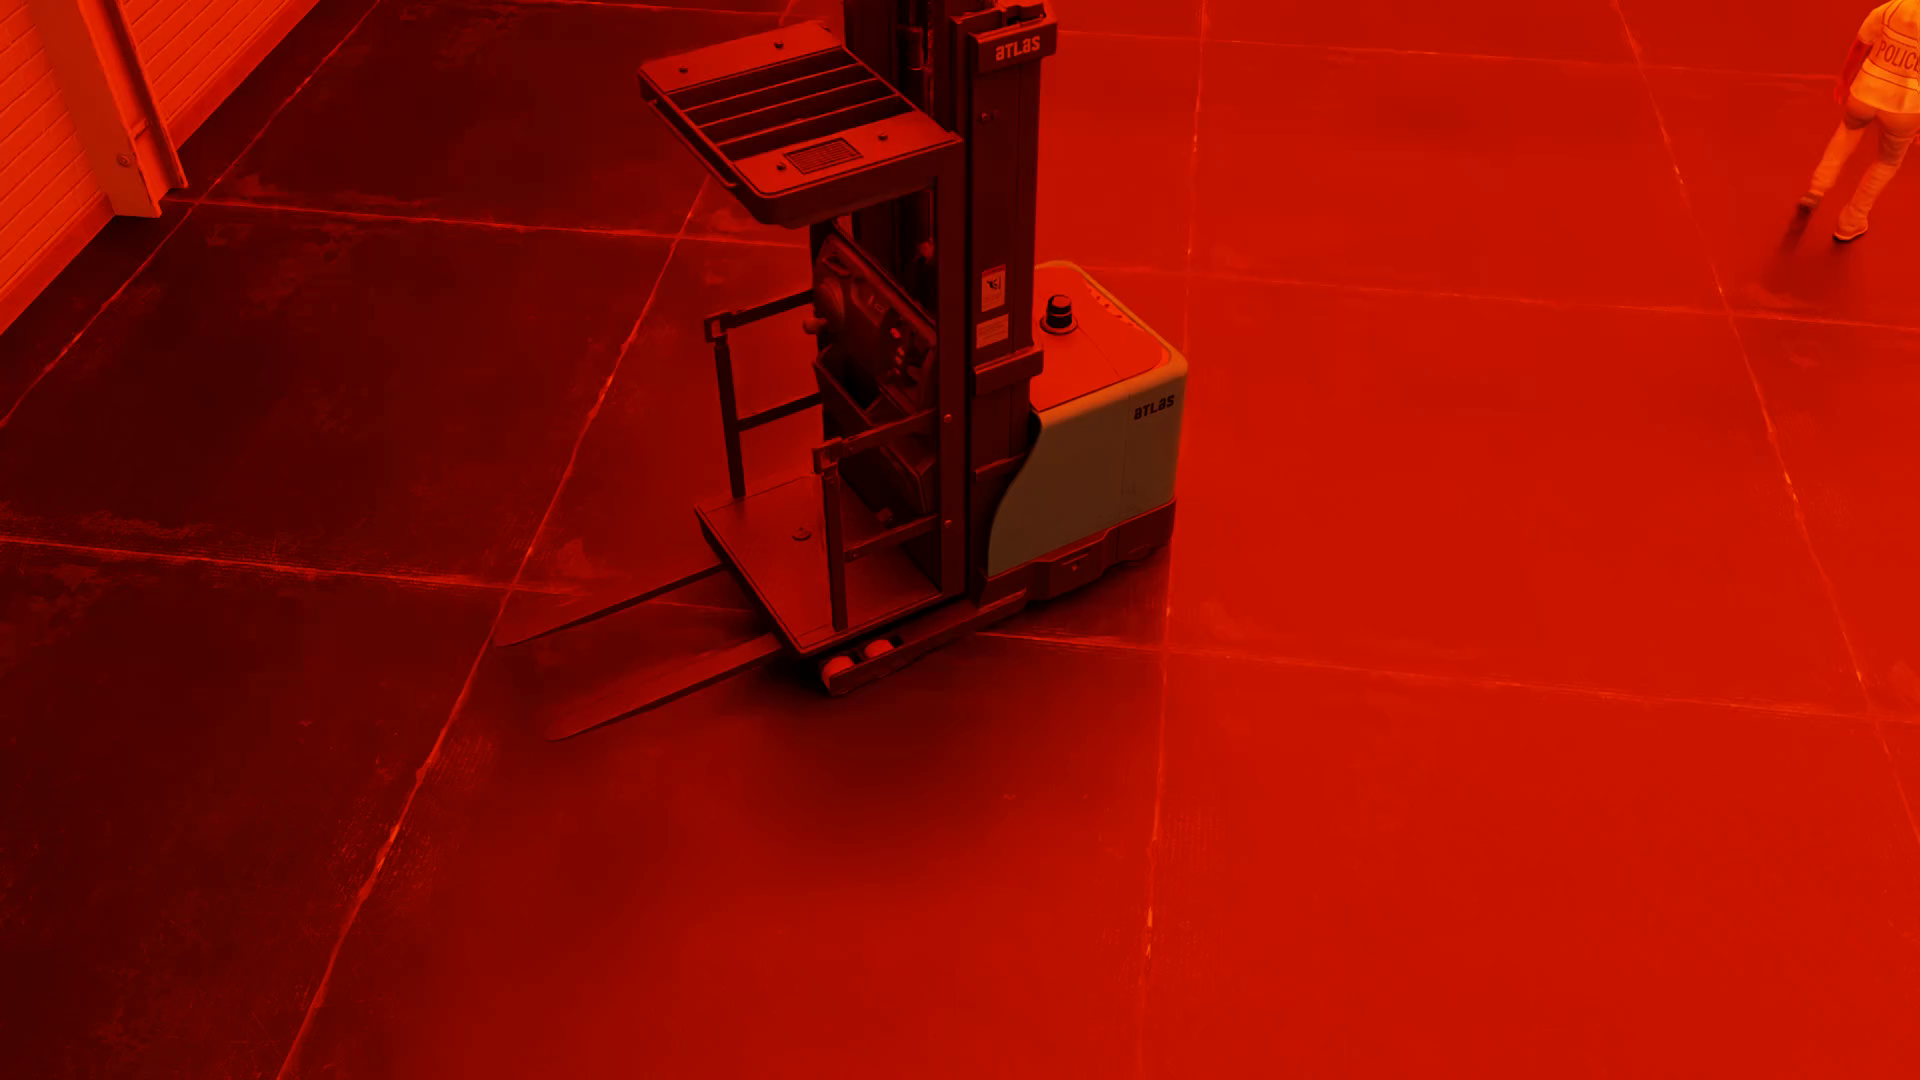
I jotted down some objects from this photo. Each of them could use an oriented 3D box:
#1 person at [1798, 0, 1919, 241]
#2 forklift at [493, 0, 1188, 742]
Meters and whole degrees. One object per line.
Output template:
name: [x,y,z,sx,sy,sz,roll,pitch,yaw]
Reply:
person: [5.271,-2.501,9.411,0.490,1.659,0.592,-32,52,-30]
forklift: [-0.528,-0.826,6.623,3.031,2.935,1.130,-22,47,-22]
